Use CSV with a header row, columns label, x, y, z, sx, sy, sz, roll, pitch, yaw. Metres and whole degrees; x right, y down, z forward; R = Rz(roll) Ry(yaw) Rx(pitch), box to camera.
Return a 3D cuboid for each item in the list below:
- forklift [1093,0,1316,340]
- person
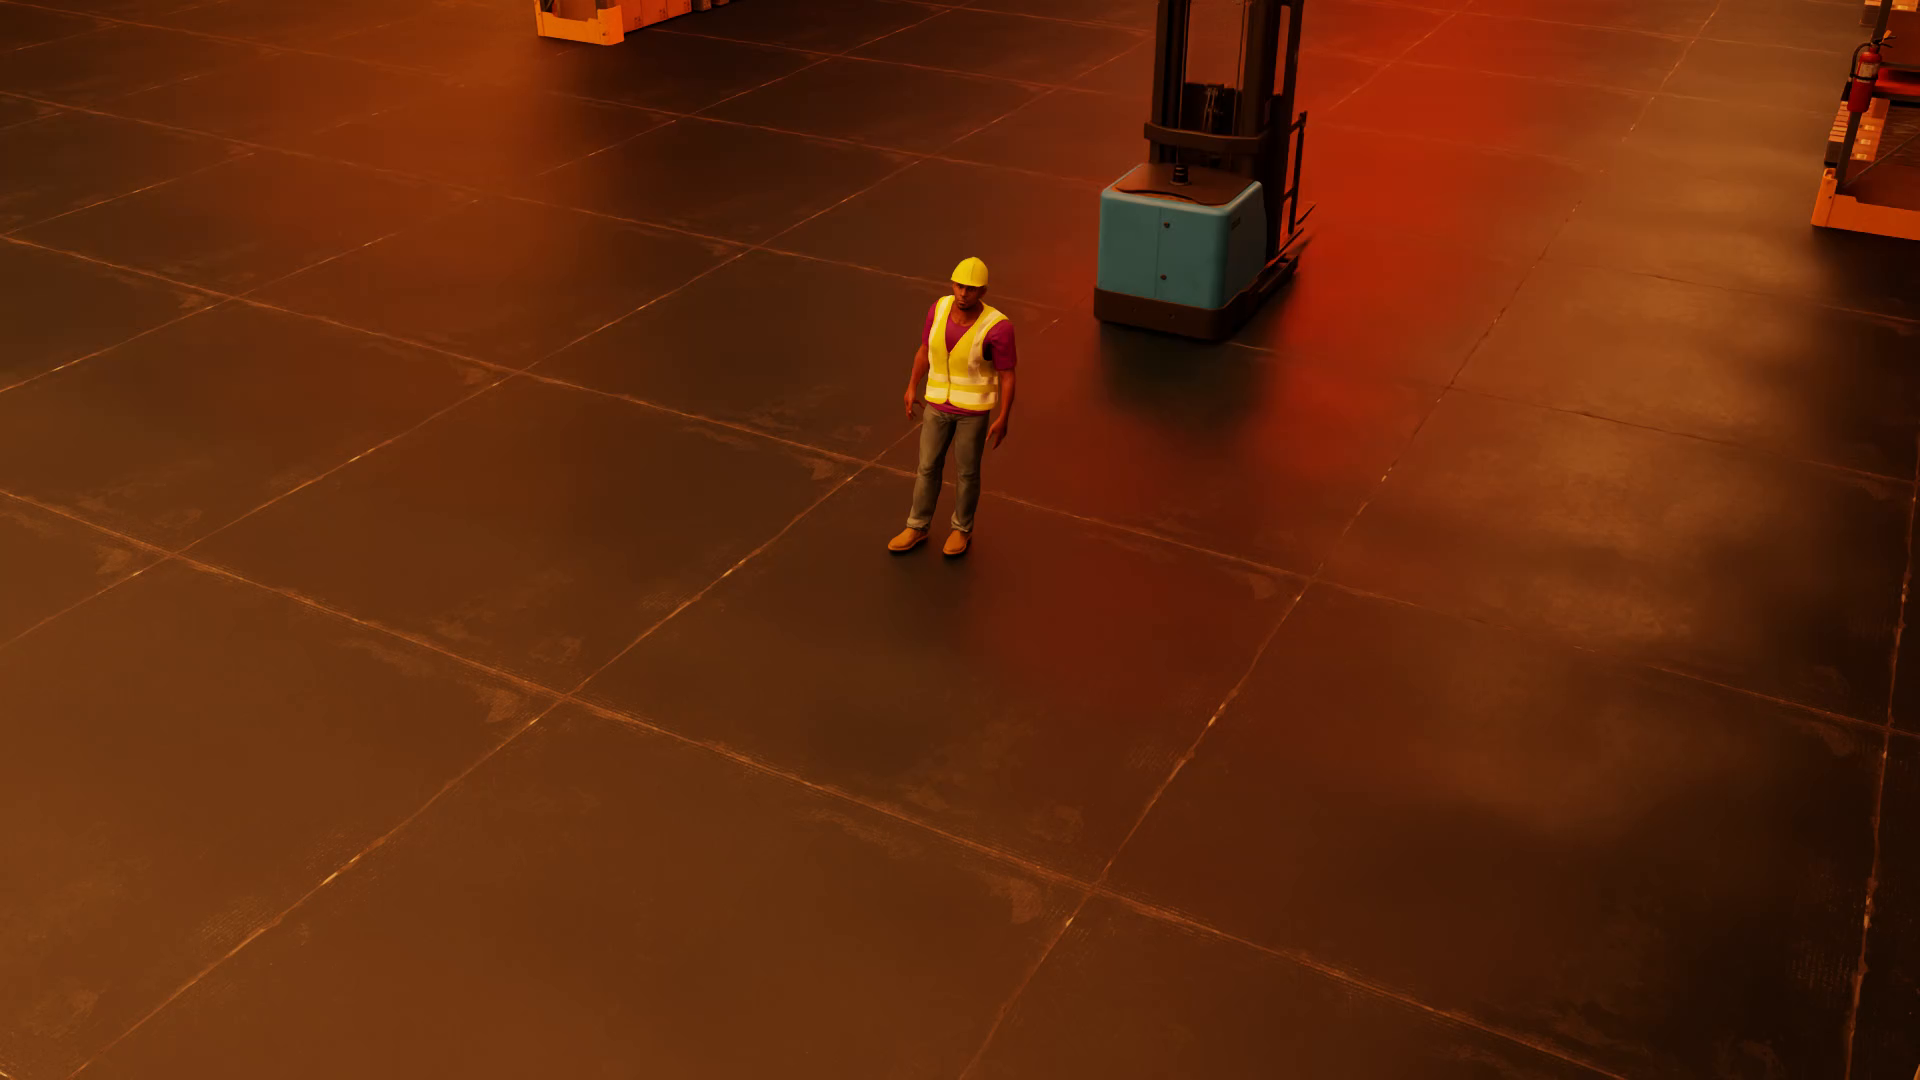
label,x,y,z,sx,sy,sz,roll,pitch,yaw
forklift,2.158,-3.478,13.097,1.130,2.935,3.031,15,33,23
person,-0.039,-0.743,9.508,0.665,1.765,0.577,15,33,25
